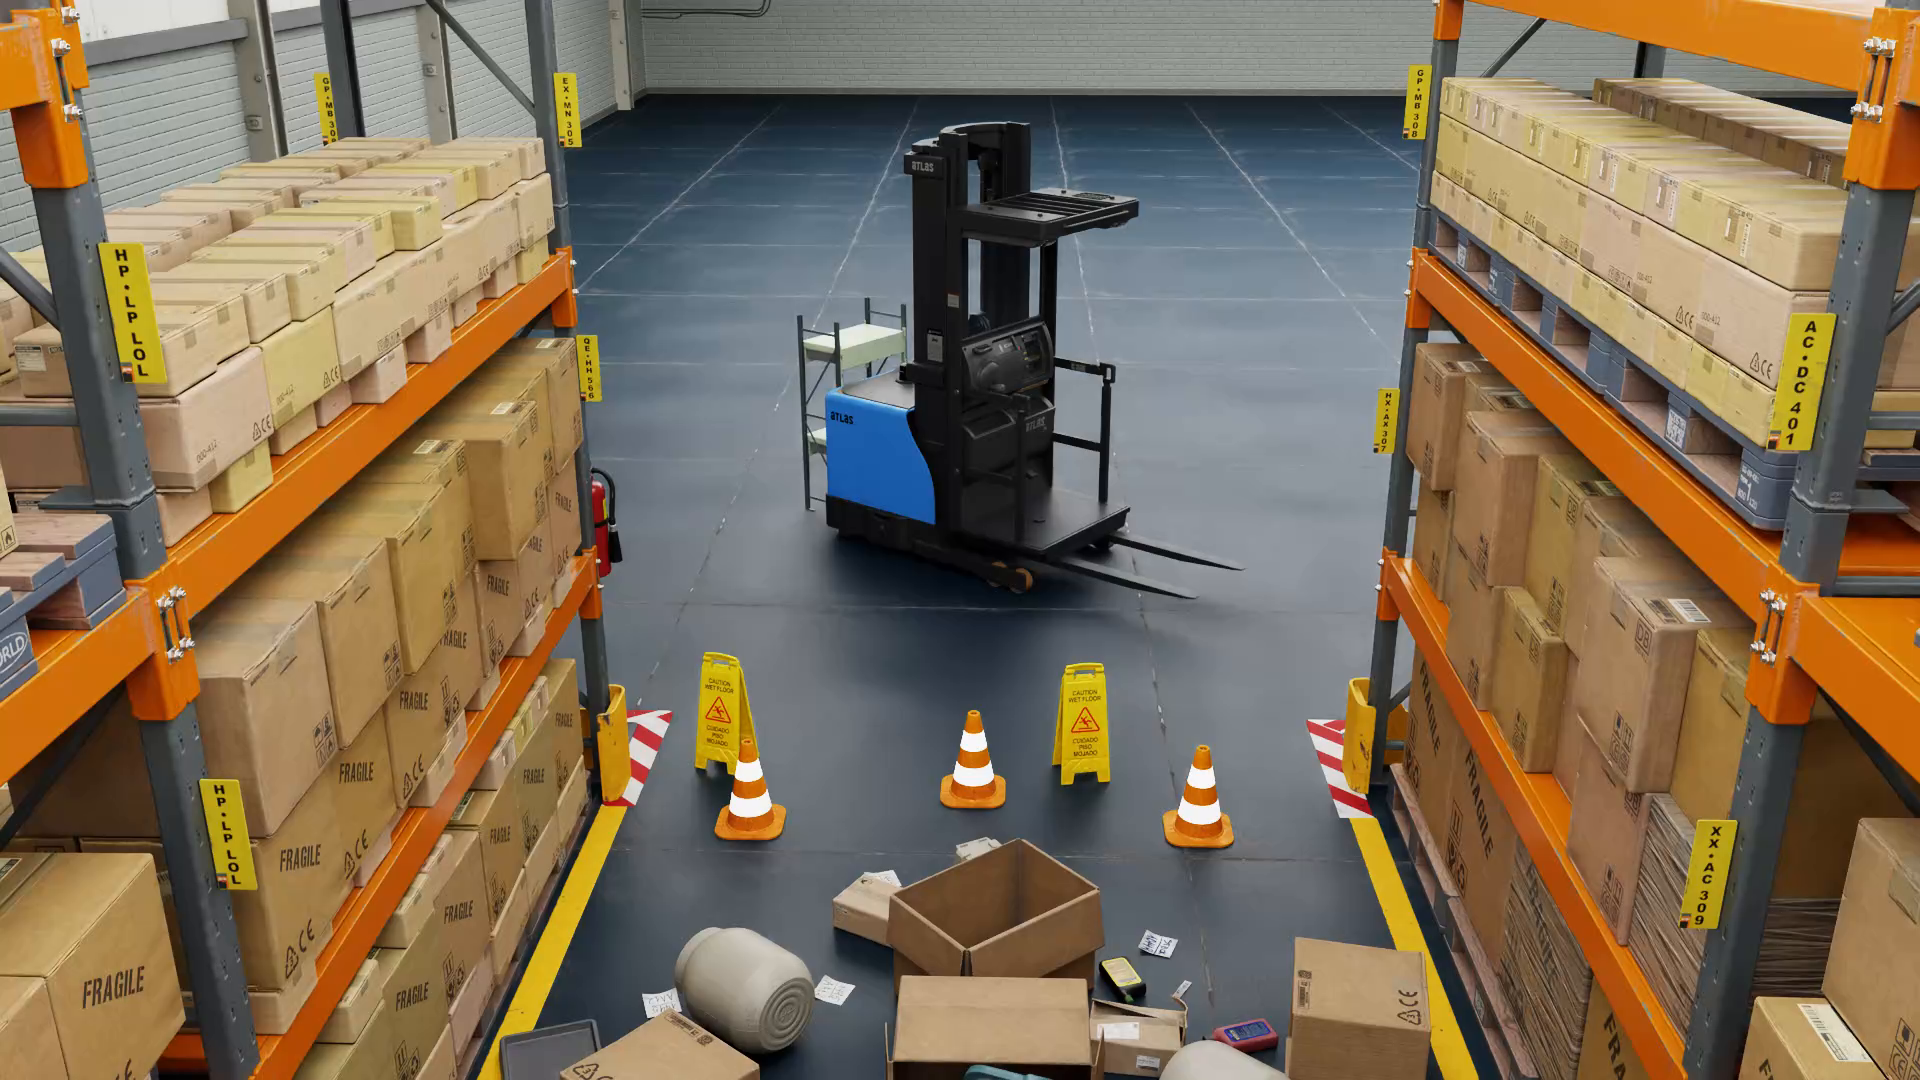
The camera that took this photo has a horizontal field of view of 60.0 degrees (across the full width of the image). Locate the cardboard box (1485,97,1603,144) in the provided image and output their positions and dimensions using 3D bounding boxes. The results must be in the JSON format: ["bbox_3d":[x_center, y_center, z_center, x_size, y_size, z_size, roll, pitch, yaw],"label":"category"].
[{"bbox_3d":[2.270,-1.632,6.468,0.380,0.149,0.250,1,21,2],"label":"cardboard box"}]

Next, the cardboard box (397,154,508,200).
[{"bbox_3d":[-2.079,-1.488,6.816,0.380,0.149,0.250,0,21,1],"label":"cardboard box"}]

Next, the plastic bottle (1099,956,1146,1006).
[{"bbox_3d":[0.706,1.884,7.088,0.133,0.061,0.283,-7,22,-17],"label":"plastic bottle"}]

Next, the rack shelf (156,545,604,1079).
[{"bbox_3d":[-2.389,0.912,6.525,1.077,0.370,4.000,1,21,2],"label":"rack shelf"}]

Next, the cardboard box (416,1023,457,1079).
[{"bbox_3d":[-2.157,1.983,5.993,0.500,0.250,0.500,2,21,5],"label":"cardboard box"}]

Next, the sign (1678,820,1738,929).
[{"bbox_3d":[1.946,0.872,4.329,0.100,0.325,0.005,1,21,2],"label":"sign"}]

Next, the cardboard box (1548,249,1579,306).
[{"bbox_3d":[2.238,-0.893,5.665,0.380,0.149,0.250,1,21,1],"label":"cardboard box"}]

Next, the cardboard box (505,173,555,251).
[{"bbox_3d":[-2.074,-1.425,7.205,0.500,0.250,0.500,0,21,1],"label":"cardboard box"}]

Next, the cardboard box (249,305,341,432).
[{"bbox_3d":[-2.156,-0.510,4.845,0.500,0.250,0.500,0,21,1],"label":"cardboard box"}]

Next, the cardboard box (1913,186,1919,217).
[{"bbox_3d":[2.866,-0.889,4.553,0.380,0.149,0.250,0,21,1],"label":"cardboard box"}]

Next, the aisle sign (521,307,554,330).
[{"bbox_3d":[-2.037,-1.377,7.838,0.394,0.787,0.004,1,21,2],"label":"aisle sign"}]

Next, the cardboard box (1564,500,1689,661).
[{"bbox_3d":[2.601,0.218,5.621,0.875,0.550,0.550,1,21,2],"label":"cardboard box"}]

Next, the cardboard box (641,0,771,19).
[{"bbox_3d":[0.030,-6.989,21.893,15.973,2.526,34.102,1,21,2],"label":"cardboard box"}]

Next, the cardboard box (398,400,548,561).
[{"bbox_3d":[-2.061,-0.242,6.574,0.700,0.500,0.500,0,21,1],"label":"cardboard box"}]

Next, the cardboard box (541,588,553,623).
[{"bbox_3d":[-2.052,0.294,7.472,0.380,0.149,0.250,0,21,1],"label":"cardboard box"}]

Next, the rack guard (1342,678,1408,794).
[{"bbox_3d":[2.623,1.028,8.687,1.175,0.500,0.348,1,21,2],"label":"rack guard"}]

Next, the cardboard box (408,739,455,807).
[{"bbox_3d":[-2.071,0.844,6.053,0.380,0.149,0.250,1,21,2],"label":"cardboard box"}]

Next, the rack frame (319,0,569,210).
[{"bbox_3d":[-2.328,-2.943,7.174,1.000,3.000,0.127,1,21,2],"label":"rack frame"}]

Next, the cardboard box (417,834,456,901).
[{"bbox_3d":[-2.079,1.196,6.087,0.380,0.149,0.250,2,21,5],"label":"cardboard box"}]

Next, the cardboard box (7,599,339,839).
[{"bbox_3d":[-2.220,0.492,4.683,0.700,0.500,0.500,0,21,1],"label":"cardboard box"}]

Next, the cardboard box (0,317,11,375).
[{"bbox_3d":[-2.659,-0.470,4.192,0.380,0.149,0.250,1,21,3],"label":"cardboard box"}]

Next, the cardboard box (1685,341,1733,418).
[{"bbox_3d":[2.200,-0.432,4.477,0.380,0.149,0.250,1,21,3],"label":"cardboard box"}]

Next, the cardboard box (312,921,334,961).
[{"bbox_3d":[-2.164,1.215,5.098,0.380,0.149,0.250,1,21,3],"label":"cardboard box"}]

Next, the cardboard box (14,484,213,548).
[{"bbox_3d":[-2.193,-0.092,4.321,0.380,0.149,0.250,0,21,1],"label":"cardboard box"}]

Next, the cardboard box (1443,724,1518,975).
[{"bbox_3d":[2.643,1.231,7.067,0.875,0.875,0.875,0,21,1],"label":"cardboard box"}]

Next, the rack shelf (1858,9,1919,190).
[{"bbox_3d":[2.440,-0.234,1.739,1.077,0.370,4.000,1,21,2],"label":"rack shelf"}]

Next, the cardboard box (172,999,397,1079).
[{"bbox_3d":[-2.162,1.826,5.359,0.500,0.500,0.500,2,21,4],"label":"cardboard box"}]

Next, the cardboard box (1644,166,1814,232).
[{"bbox_3d":[2.217,-0.986,4.802,0.380,0.149,0.250,1,21,3],"label":"cardboard box"}]

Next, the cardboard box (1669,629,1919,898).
[{"bbox_3d":[2.488,1.329,1.204,0.882,1.673,7.424,0,21,1],"label":"cardboard box"}]

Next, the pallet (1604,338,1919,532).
[{"bbox_3d":[2.536,-0.335,4.721,1.003,0.211,1.213,1,21,2],"label":"pallet"}]

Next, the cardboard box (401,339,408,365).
[{"bbox_3d":[-2.147,-0.650,5.757,0.380,0.149,0.250,1,21,2],"label":"cardboard box"}]

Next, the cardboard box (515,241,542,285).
[{"bbox_3d":[-2.034,-1.205,7.189,0.380,0.149,0.250,1,21,2],"label":"cardboard box"}]

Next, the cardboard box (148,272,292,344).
[{"bbox_3d":[-2.118,-0.653,4.663,0.380,0.149,0.250,0,21,0],"label":"cardboard box"}]

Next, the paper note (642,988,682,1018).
[{"bbox_3d":[-1.252,1.941,6.983,0.142,0.019,0.148,-7,22,-17],"label":"paper note"}]

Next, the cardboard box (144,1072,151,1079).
[{"bbox_3d":[-2.190,1.411,4.014,0.380,0.149,0.250,1,21,2],"label":"cardboard box"}]

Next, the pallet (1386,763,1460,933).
[{"bbox_3d":[2.676,1.462,7.970,1.003,0.211,1.213,1,21,2],"label":"pallet"}]

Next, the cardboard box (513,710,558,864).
[{"bbox_3d":[-2.104,1.072,7.304,0.500,0.500,0.500,1,21,4],"label":"cardboard box"}]

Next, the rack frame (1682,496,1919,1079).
[{"bbox_3d":[2.501,1.318,4.485,1.000,3.000,0.127,1,21,2],"label":"rack frame"}]

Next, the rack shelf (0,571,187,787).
[{"bbox_3d":[-2.511,0.960,2.255,1.077,0.370,4.000,1,21,2],"label":"rack shelf"}]

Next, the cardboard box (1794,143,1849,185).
[{"bbox_3d":[2.889,-1.165,5.265,0.380,0.149,0.250,1,21,2],"label":"cardboard box"}]

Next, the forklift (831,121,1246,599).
[{"bbox_3d":[0.491,-1.223,11.130,3.031,2.935,1.121,16,26,35],"label":"forklift"}]

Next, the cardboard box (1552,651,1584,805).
[{"bbox_3d":[2.628,0.722,5.815,0.875,0.550,0.550,1,21,2],"label":"cardboard box"}]

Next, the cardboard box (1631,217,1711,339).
[{"bbox_3d":[2.275,-0.755,4.759,0.500,0.250,0.500,1,21,1],"label":"cardboard box"}]

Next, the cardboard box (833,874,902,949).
[{"bbox_3d":[-0.349,1.679,7.497,0.380,0.149,0.250,13,25,29],"label":"cardboard box"}]

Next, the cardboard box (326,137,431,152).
[{"bbox_3d":[-2.543,-1.673,7.292,0.380,0.149,0.250,0,21,1],"label":"cardboard box"}]

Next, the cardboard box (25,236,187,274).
[{"bbox_3d":[-2.642,-0.847,5.163,0.380,0.149,0.250,0,21,1],"label":"cardboard box"}]

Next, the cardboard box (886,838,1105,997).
[{"bbox_3d":[0.149,1.681,7.002,0.797,0.503,0.637,-16,26,-35],"label":"cardboard box"}]

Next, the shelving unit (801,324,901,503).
[{"bbox_3d":[-0.792,-0.997,12.518,0.431,1.308,0.731,16,26,36],"label":"shelving unit"}]

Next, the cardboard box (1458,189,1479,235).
[{"bbox_3d":[2.277,-1.349,6.840,0.380,0.149,0.250,1,21,2],"label":"cardboard box"}]

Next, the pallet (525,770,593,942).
[{"bbox_3d":[-2.391,1.475,7.936,1.003,0.211,1.213,1,21,2],"label":"pallet"}]

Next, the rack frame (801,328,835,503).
[{"bbox_3d":[-1.019,-0.896,12.257,0.380,1.308,0.010,16,26,36],"label":"rack frame"}]

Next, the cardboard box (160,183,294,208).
[{"bbox_3d":[-2.688,-1.218,6.119,0.380,0.149,0.250,1,21,3],"label":"cardboard box"}]

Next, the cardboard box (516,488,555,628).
[{"bbox_3d":[-2.089,0.049,7.207,0.500,0.500,0.500,1,21,2],"label":"cardboard box"}]
